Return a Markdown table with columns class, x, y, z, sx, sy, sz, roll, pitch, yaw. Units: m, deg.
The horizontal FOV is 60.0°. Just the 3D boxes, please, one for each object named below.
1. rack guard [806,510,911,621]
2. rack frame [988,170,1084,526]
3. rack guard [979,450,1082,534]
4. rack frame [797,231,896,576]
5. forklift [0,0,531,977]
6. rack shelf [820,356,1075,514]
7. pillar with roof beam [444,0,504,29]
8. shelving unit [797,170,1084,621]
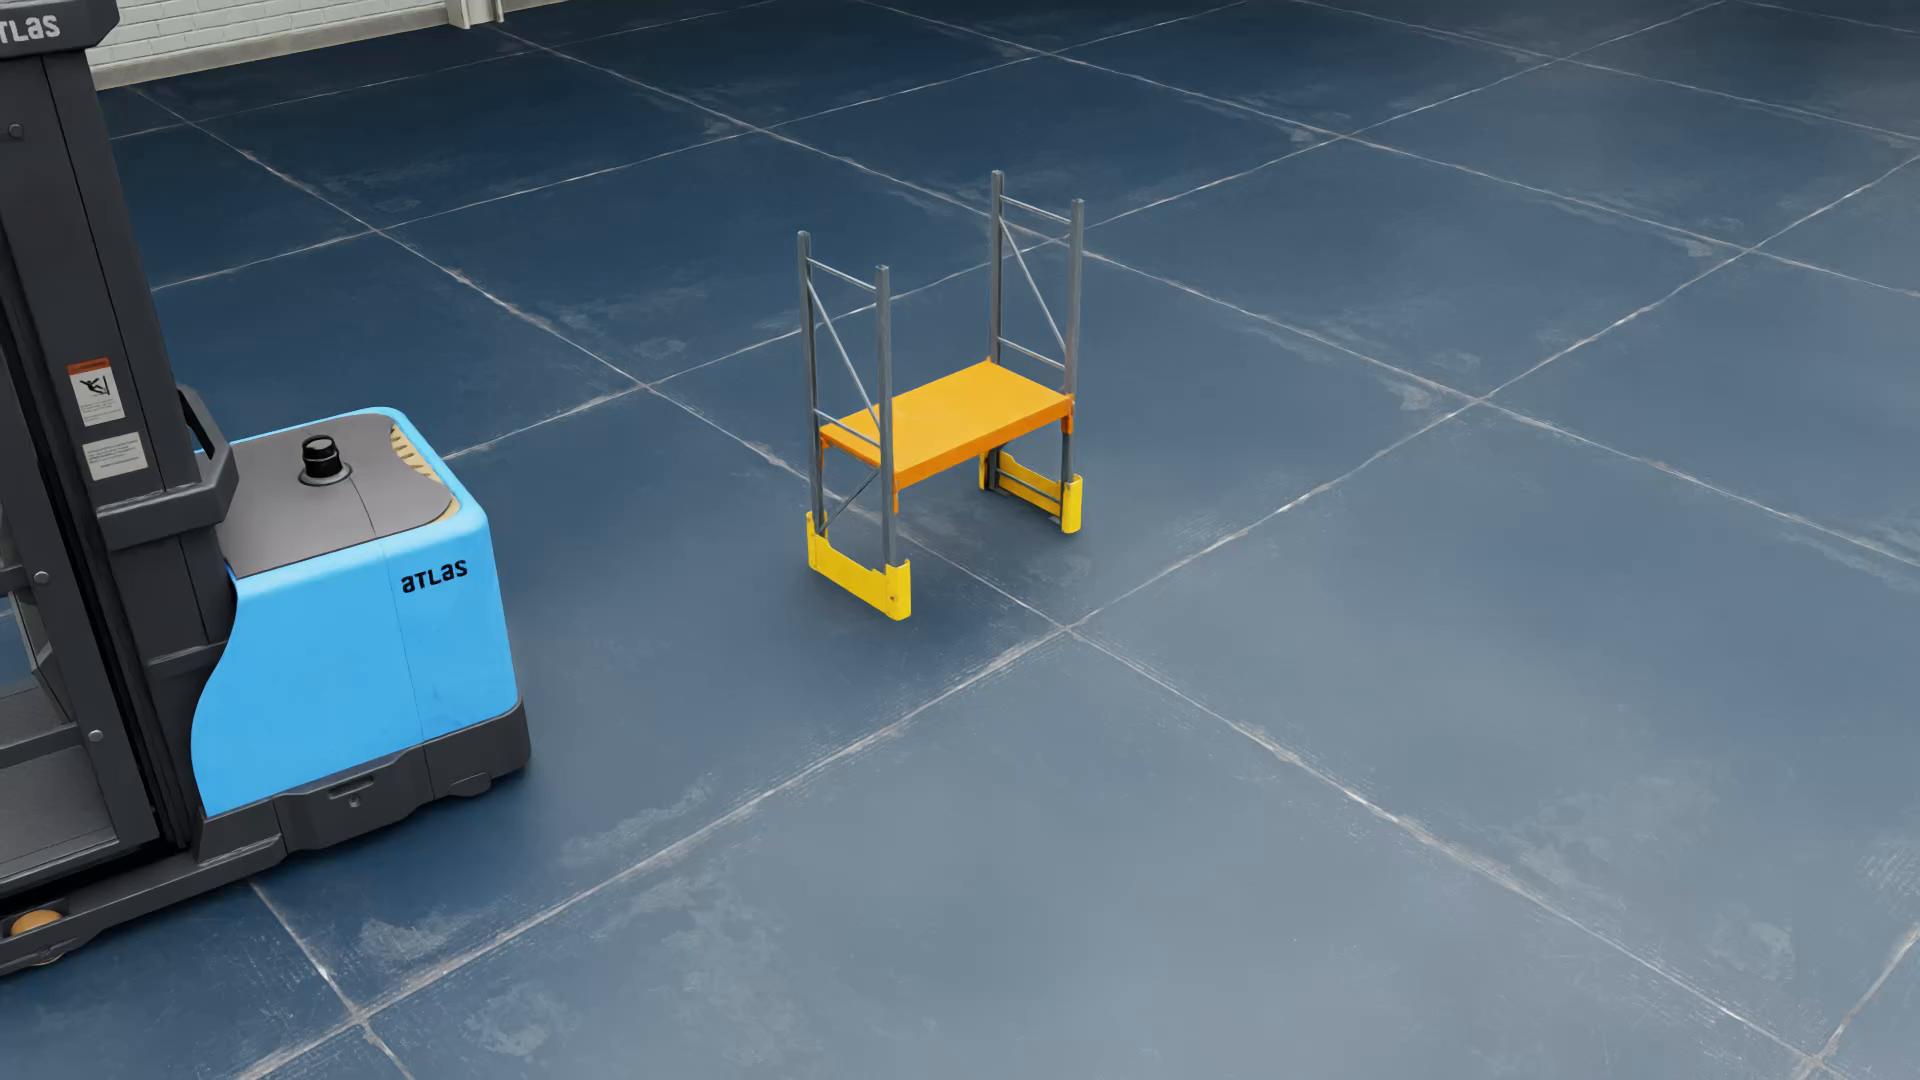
| class | x | y | z | sx | sy | sz | roll | pitch | yaw |
| --- | --- | --- | --- | --- | --- | --- | --- | --- | --- |
| rack guard | -0.421 | 0.097 | 6.852 | 0.087 | 0.250 | 0.587 | -26 | 40 | -35 |
| rack frame | 0.310 | -0.790 | 7.104 | 0.032 | 1.500 | 0.500 | -26 | 40 | -35 |
| rack guard | 0.309 | -0.256 | 7.429 | 0.087 | 0.250 | 0.587 | -26 | 40 | -35 |
| rack frame | -0.435 | -0.429 | 6.514 | 0.032 | 1.500 | 0.500 | -26 | 40 | -35 |
| forklift | -3.025 | -0.203 | 4.773 | 3.031 | 2.935 | 1.130 | -19 | 36 | -28 |
| rack shelf | -0.063 | -0.456 | 6.903 | 1.000 | 0.185 | 0.538 | -26 | 40 | -35 |
| pillar with roof beam | -1.373 | -6.797 | 9.739 | 0.400 | 9.000 | 9.100 | -26 | 40 | -35 |
| shelving unit | -0.056 | -0.613 | 6.815 | 1.083 | 1.500 | 0.587 | -26 | 40 | -35 |
